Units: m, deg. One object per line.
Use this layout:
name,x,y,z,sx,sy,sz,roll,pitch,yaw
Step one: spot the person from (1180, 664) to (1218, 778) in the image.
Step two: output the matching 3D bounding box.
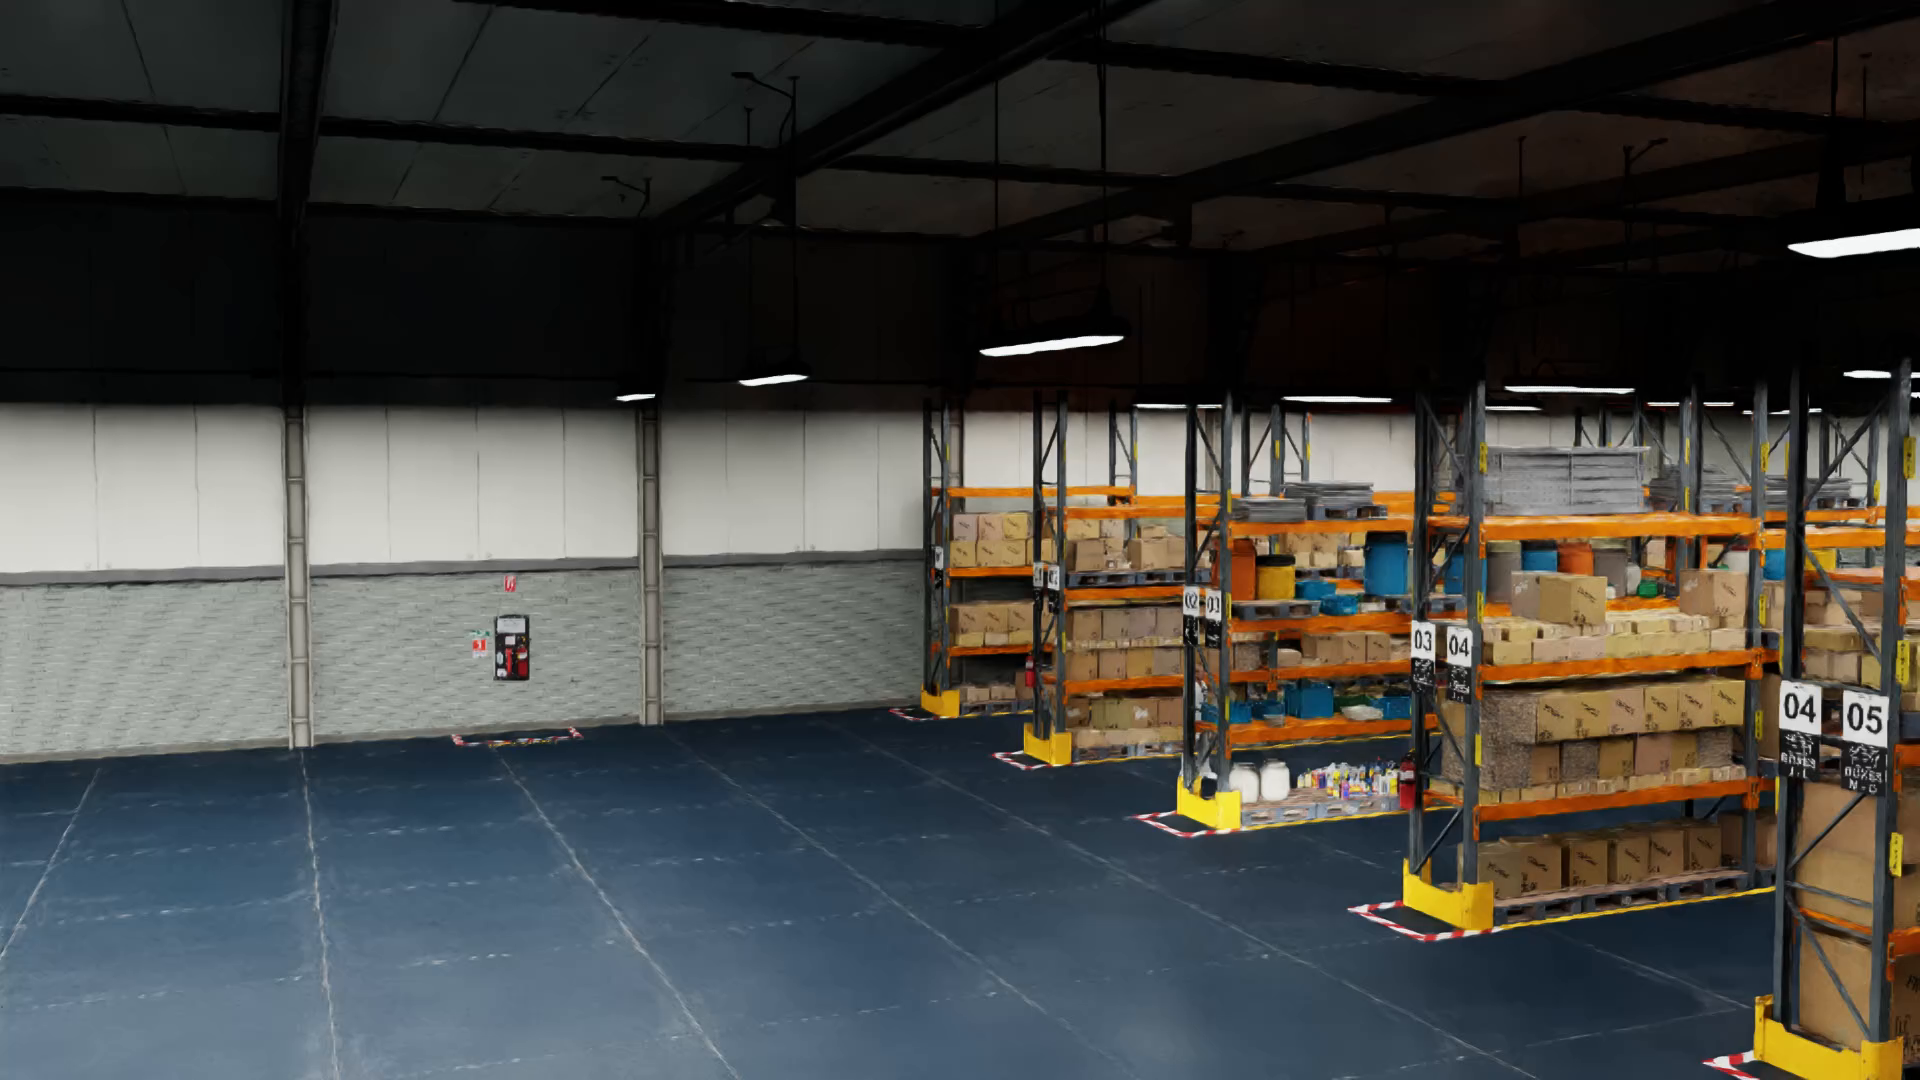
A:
person,3.637,2.768,25.237,0.520,1.790,0.656,3,4,38
